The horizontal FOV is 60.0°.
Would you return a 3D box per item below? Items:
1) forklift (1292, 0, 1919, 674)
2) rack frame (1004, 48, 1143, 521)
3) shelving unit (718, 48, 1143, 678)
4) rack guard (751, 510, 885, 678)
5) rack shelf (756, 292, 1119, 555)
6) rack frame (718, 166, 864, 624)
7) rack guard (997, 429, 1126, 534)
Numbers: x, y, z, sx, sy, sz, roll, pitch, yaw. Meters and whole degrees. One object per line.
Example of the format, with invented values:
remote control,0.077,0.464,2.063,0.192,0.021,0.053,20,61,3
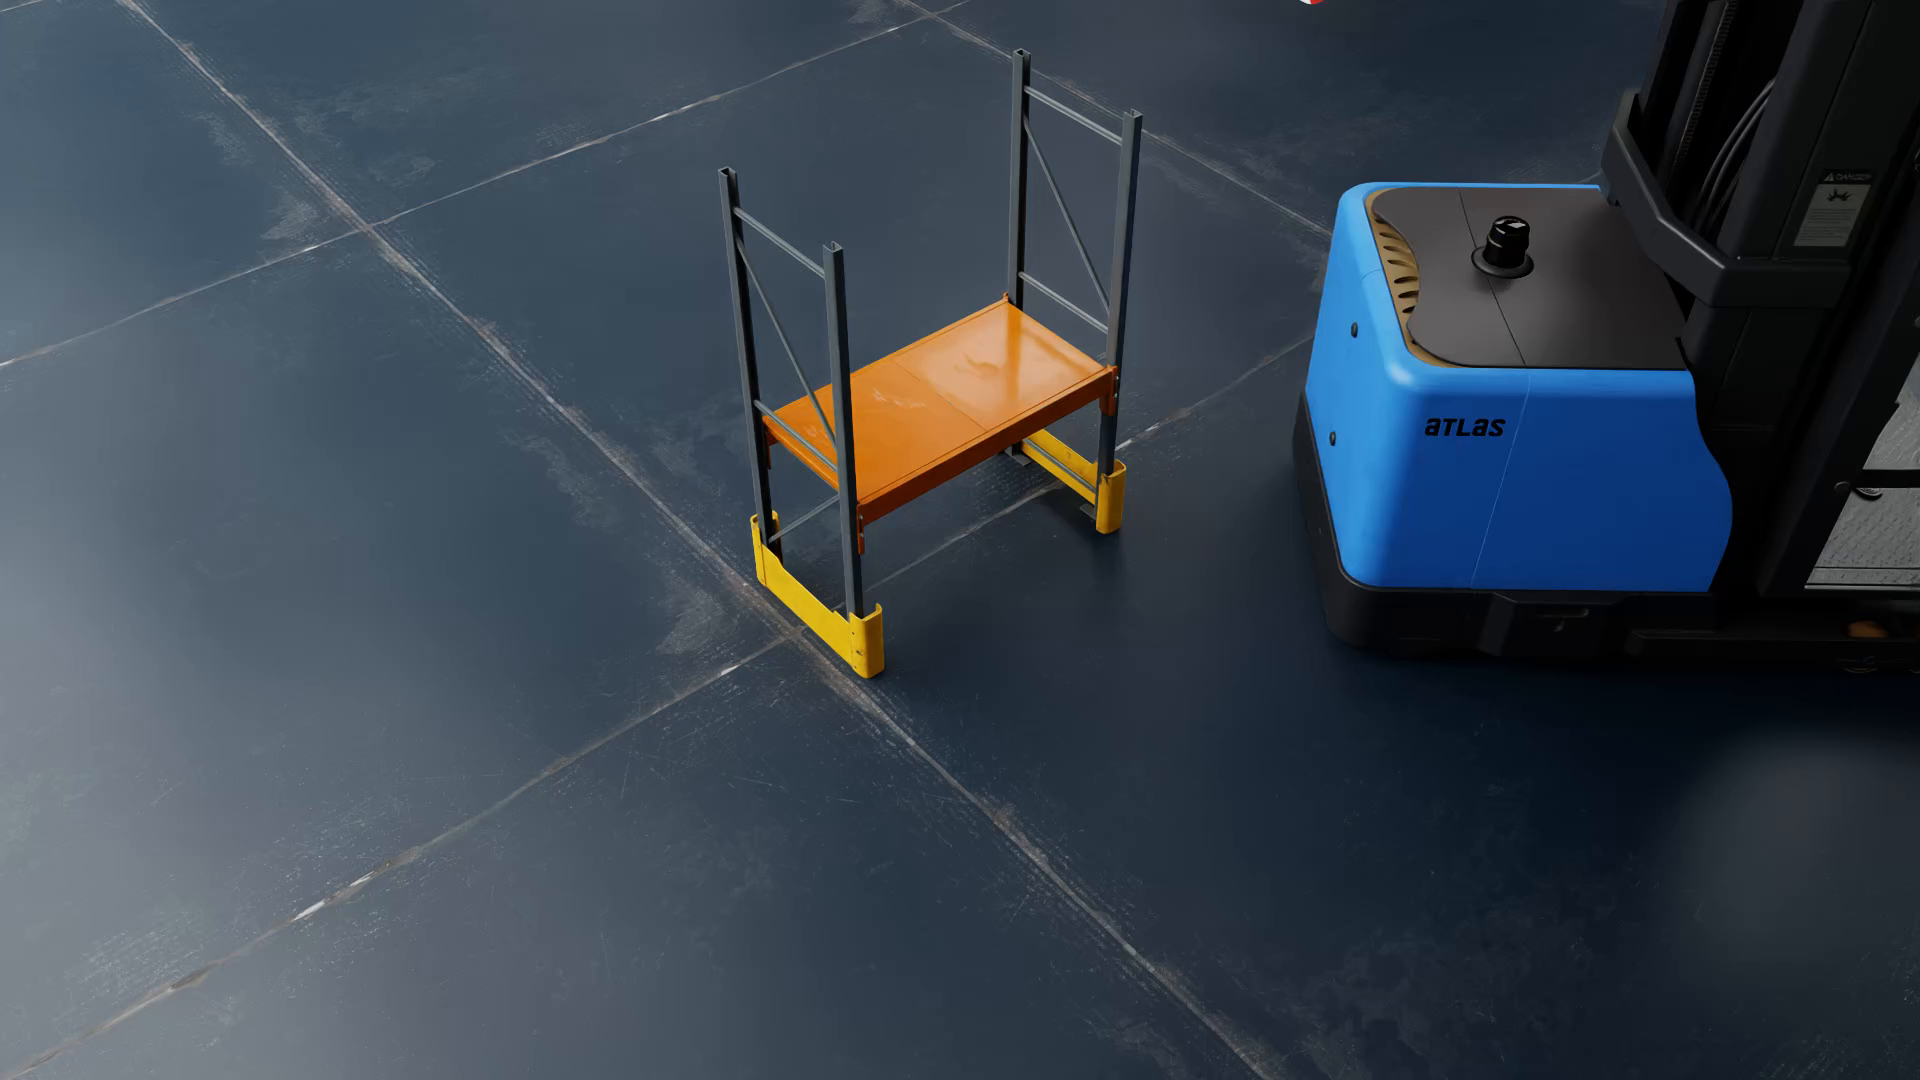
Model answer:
forklift,2.647,-1.033,4.432,3.031,2.935,1.130,1,43,1
rack frame,0.324,-0.733,5.157,0.032,1.500,0.500,-30,51,-28
shelving unit,-0.058,-0.513,4.924,1.083,1.500,0.587,-30,51,-28
rack guard,-0.440,0.161,5.119,0.087,0.250,0.587,-30,51,-28
rack shelf,-0.065,-0.378,5.043,1.000,0.185,0.538,-30,51,-28
rack frame,-0.455,-0.286,4.682,0.032,1.500,0.500,-30,51,-28
rack guard,0.324,-0.276,5.585,0.087,0.250,0.587,-30,51,-28
